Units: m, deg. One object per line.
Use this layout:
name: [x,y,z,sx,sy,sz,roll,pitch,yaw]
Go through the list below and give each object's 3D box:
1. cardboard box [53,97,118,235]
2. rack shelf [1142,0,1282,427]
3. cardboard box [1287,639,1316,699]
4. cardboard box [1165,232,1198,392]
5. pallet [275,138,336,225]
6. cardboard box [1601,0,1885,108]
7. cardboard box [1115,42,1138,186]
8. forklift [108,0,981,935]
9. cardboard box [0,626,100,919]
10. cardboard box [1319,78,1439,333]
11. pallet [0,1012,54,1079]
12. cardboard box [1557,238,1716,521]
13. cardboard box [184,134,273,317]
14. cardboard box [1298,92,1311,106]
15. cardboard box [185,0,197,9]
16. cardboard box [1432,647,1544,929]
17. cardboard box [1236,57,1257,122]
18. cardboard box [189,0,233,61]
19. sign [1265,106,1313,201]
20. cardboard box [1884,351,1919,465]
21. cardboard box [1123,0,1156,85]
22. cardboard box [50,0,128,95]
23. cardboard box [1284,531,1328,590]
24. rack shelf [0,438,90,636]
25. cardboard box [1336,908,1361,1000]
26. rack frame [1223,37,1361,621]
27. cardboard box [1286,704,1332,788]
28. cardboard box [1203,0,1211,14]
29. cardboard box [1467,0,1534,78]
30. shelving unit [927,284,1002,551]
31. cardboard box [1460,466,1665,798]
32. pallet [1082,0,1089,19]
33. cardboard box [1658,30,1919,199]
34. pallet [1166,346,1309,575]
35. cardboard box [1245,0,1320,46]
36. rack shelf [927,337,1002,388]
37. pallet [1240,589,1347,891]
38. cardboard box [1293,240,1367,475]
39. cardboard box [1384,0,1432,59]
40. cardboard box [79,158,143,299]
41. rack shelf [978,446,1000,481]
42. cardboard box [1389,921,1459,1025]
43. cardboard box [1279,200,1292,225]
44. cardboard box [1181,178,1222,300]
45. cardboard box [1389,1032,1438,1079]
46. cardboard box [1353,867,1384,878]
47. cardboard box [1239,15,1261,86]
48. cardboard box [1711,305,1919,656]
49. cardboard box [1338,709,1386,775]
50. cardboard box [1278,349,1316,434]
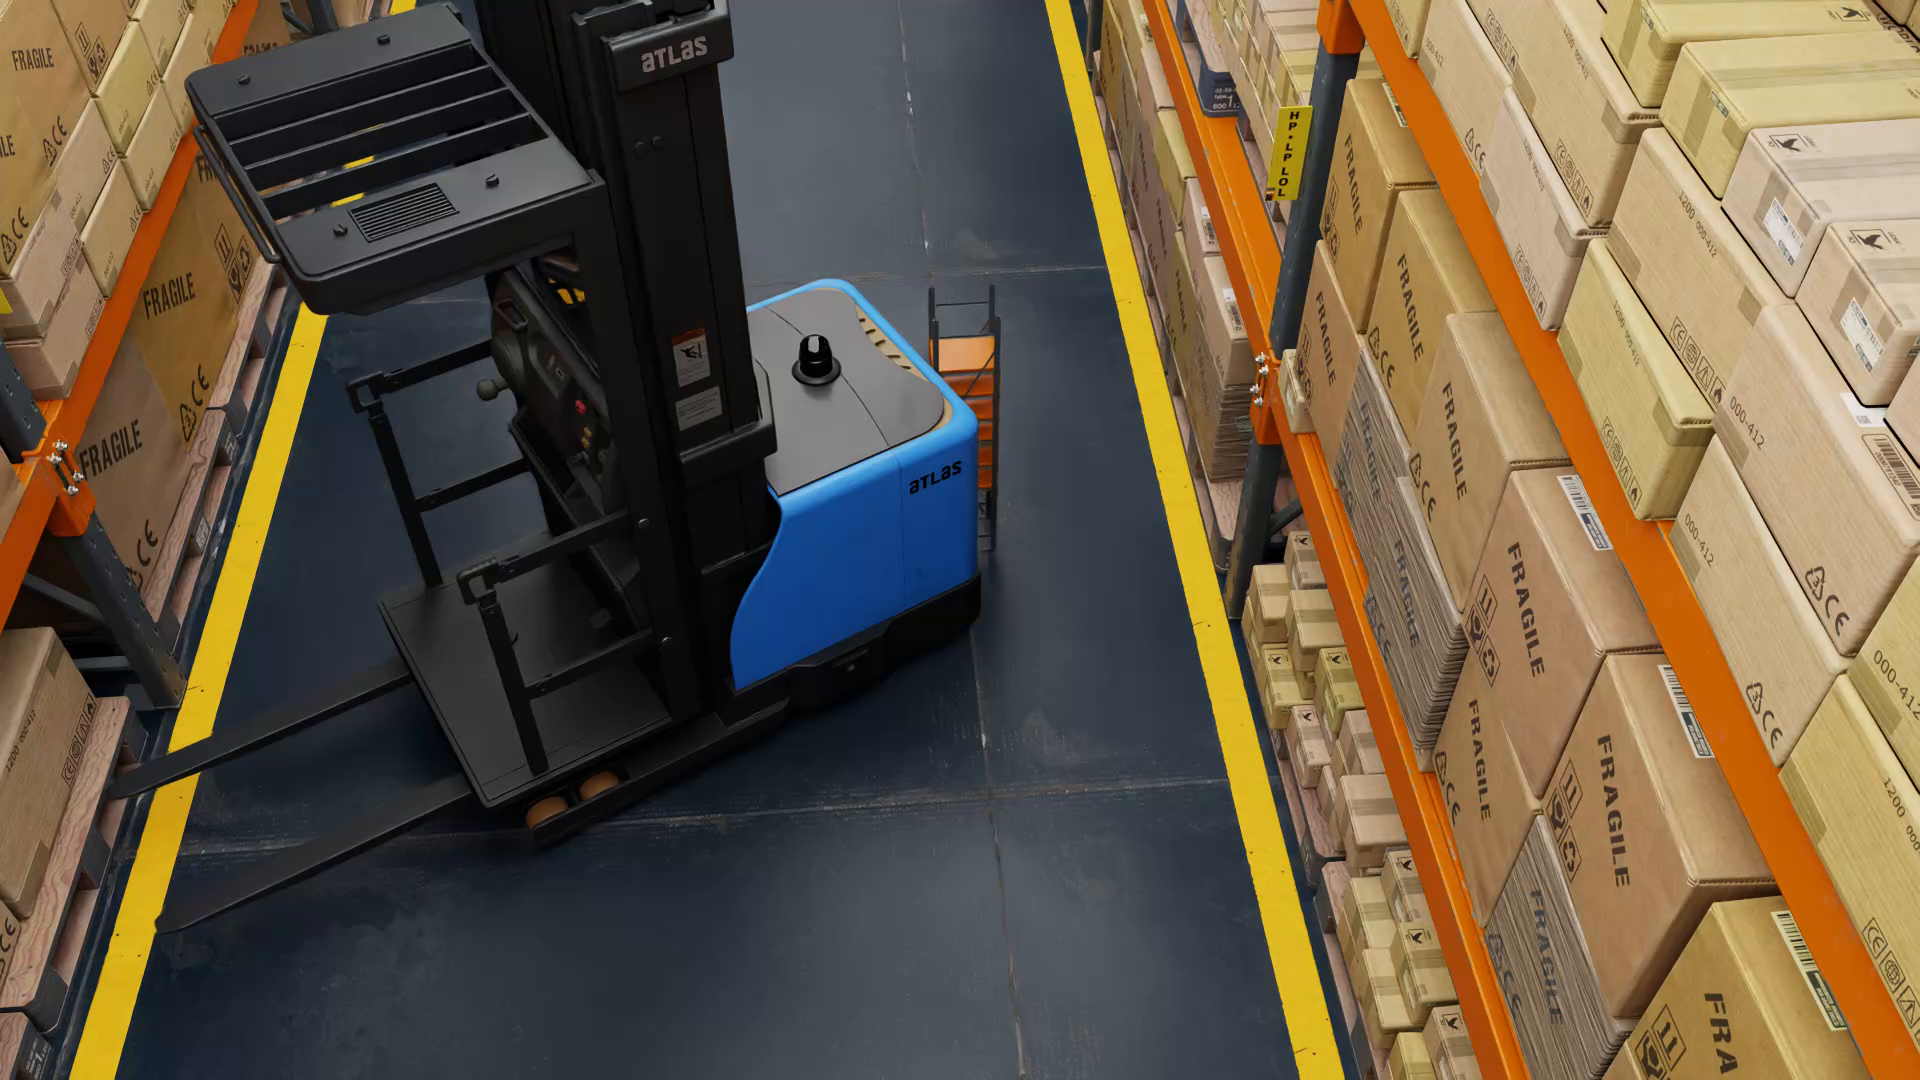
cardboard box: [-3.216,-1.250,5.626,0.500,0.250,0.500,-3,47,-3]
rack shelf: [1.368,-1.992,7.066,1.077,0.370,4.000,-3,47,-3]
cardboard box: [1.358,0.401,5.774,0.380,0.149,0.250,-3,47,-3]
cardboard box: [1.180,-0.968,7.034,0.500,0.500,0.500,-4,47,-4]
pallet: [-3.732,-1.778,8.289,1.003,0.211,1.213,-3,47,-3]
cardboard box: [1.381,-0.902,2.957,0.380,0.149,0.250,-1,47,-1]
cardboard box: [1.052,-2.080,8.087,0.500,0.500,0.500,-3,47,-3]
forklift: [-1.440,-0.402,5.112,3.031,2.935,1.130,-25,51,-22]
cardboard box: [-3.443,0.779,5.421,0.875,0.438,0.875,-4,47,-4]
cardboard box: [1.331,-0.931,4.604,0.500,0.500,0.500,-2,47,-2]
pallet: [-3.297,1.980,4.729,1.003,0.211,1.213,-3,47,-3]
cardboard box: [1.427,-0.303,3.008,0.500,0.250,0.500,-2,47,-2]
cardboard box: [-3.678,-1.576,7.350,0.875,0.875,0.875,-3,47,-3]
cardboard box: [1.308,-1.333,5.421,0.380,0.149,0.250,-2,47,-1]
cardboard box: [-3.320,-2.358,6.676,0.500,0.250,0.500,-5,47,-4]
cardboard box: [1.455,0.555,3.885,0.500,0.500,0.500,-1,47,-1]
cardboard box: [1.243,-1.675,6.154,0.380,0.149,0.250,-6,47,-5]
cardboard box: [-3.338,-2.177,6.849,0.500,0.250,0.500,-4,47,-4]
sign: [0.983,-1.154,4.979,0.100,0.325,0.005,-3,47,-3]
cardboard box: [1.514,-0.151,2.246,0.380,0.149,0.250,-4,47,-4]
cardboard box: [1.060,-2.348,7.824,0.500,0.250,0.500,-4,47,-4]
cardboard box: [-3.248,-1.862,5.690,0.500,0.500,0.500,-5,47,-4]
cardboard box: [1.358,0.101,5.853,0.380,0.149,0.250,-2,47,-2]
rack shelf: [-3.221,1.276,3.971,1.077,0.370,4.000,-3,47,-3]
cardboard box: [1.395,1.263,5.162,0.380,0.149,0.250,-5,47,-4]
rack frame: [1.536,-0.792,5.434,1.000,3.000,0.127,-3,47,-3]
cardboard box: [1.341,0.696,5.699,0.380,0.149,0.250,-4,47,-3]
cardboard box: [1.171,-2.261,6.709,0.380,0.149,0.250,-5,47,-5]
cardboard box: [1.374,-1.220,3.533,0.500,0.250,0.500,-4,47,-3]
shelving unit: [0.015,-0.432,6.333,0.258,1.200,0.189,-4,47,-4]
cardboard box: [1.442,0.181,3.551,0.500,0.500,0.500,-5,47,-5]
pallet: [1.210,-3.302,9.732,1.003,0.211,1.213,-3,47,-3]
cardboard box: [1.416,-0.713,2.778,0.380,0.149,0.250,-5,47,-4]
pallet: [1.469,-0.396,6.980,1.003,0.211,1.213,-3,47,-3]
cardboard box: [1.243,-1.905,5.962,0.380,0.149,0.250,-4,47,-3]
rack shelf: [0.015,-0.649,6.104,0.258,0.103,0.180,-4,47,-4]
pallet: [1.627,0.650,5.989,1.003,0.211,1.213,-3,47,-3]
cardboard box: [1.326,-0.555,4.936,0.500,0.500,0.500,-4,47,-4]
cardboard box: [1.312,-1.421,4.067,0.500,0.250,0.500,-1,47,-1]
cardboard box: [-3.207,-1.075,5.806,0.500,0.250,0.500,-5,47,-4]
rack shelf: [0.015,-0.319,6.452,0.258,0.103,0.180,-4,47,-4]
cardboard box: [1.464,1.233,4.781,0.380,0.149,0.250,-3,47,-3]
cardboard box: [1.305,-1.125,5.634,0.380,0.149,0.250,-4,47,-4]
cardboard box: [1.192,-1.231,6.766,0.500,0.250,0.500,-1,47,-1]
cardboard box: [1.438,1.535,4.700,0.380,0.149,0.250,-1,47,-1]
cardboard box: [1.434,0.971,5.234,0.380,0.149,0.250,-2,47,-1]
cardboard box: [1.237,-1.796,6.064,0.380,0.149,0.250,-5,47,-5]
cardboard box: [1.494,-0.108,2.480,0.500,0.250,0.500,-3,47,-3]
cardboard box: [1.437,0.671,5.313,0.380,0.149,0.250,-5,47,-4]
cardboard box: [1.234,-0.481,5.313,0.380,0.149,0.250,-2,47,-2]
